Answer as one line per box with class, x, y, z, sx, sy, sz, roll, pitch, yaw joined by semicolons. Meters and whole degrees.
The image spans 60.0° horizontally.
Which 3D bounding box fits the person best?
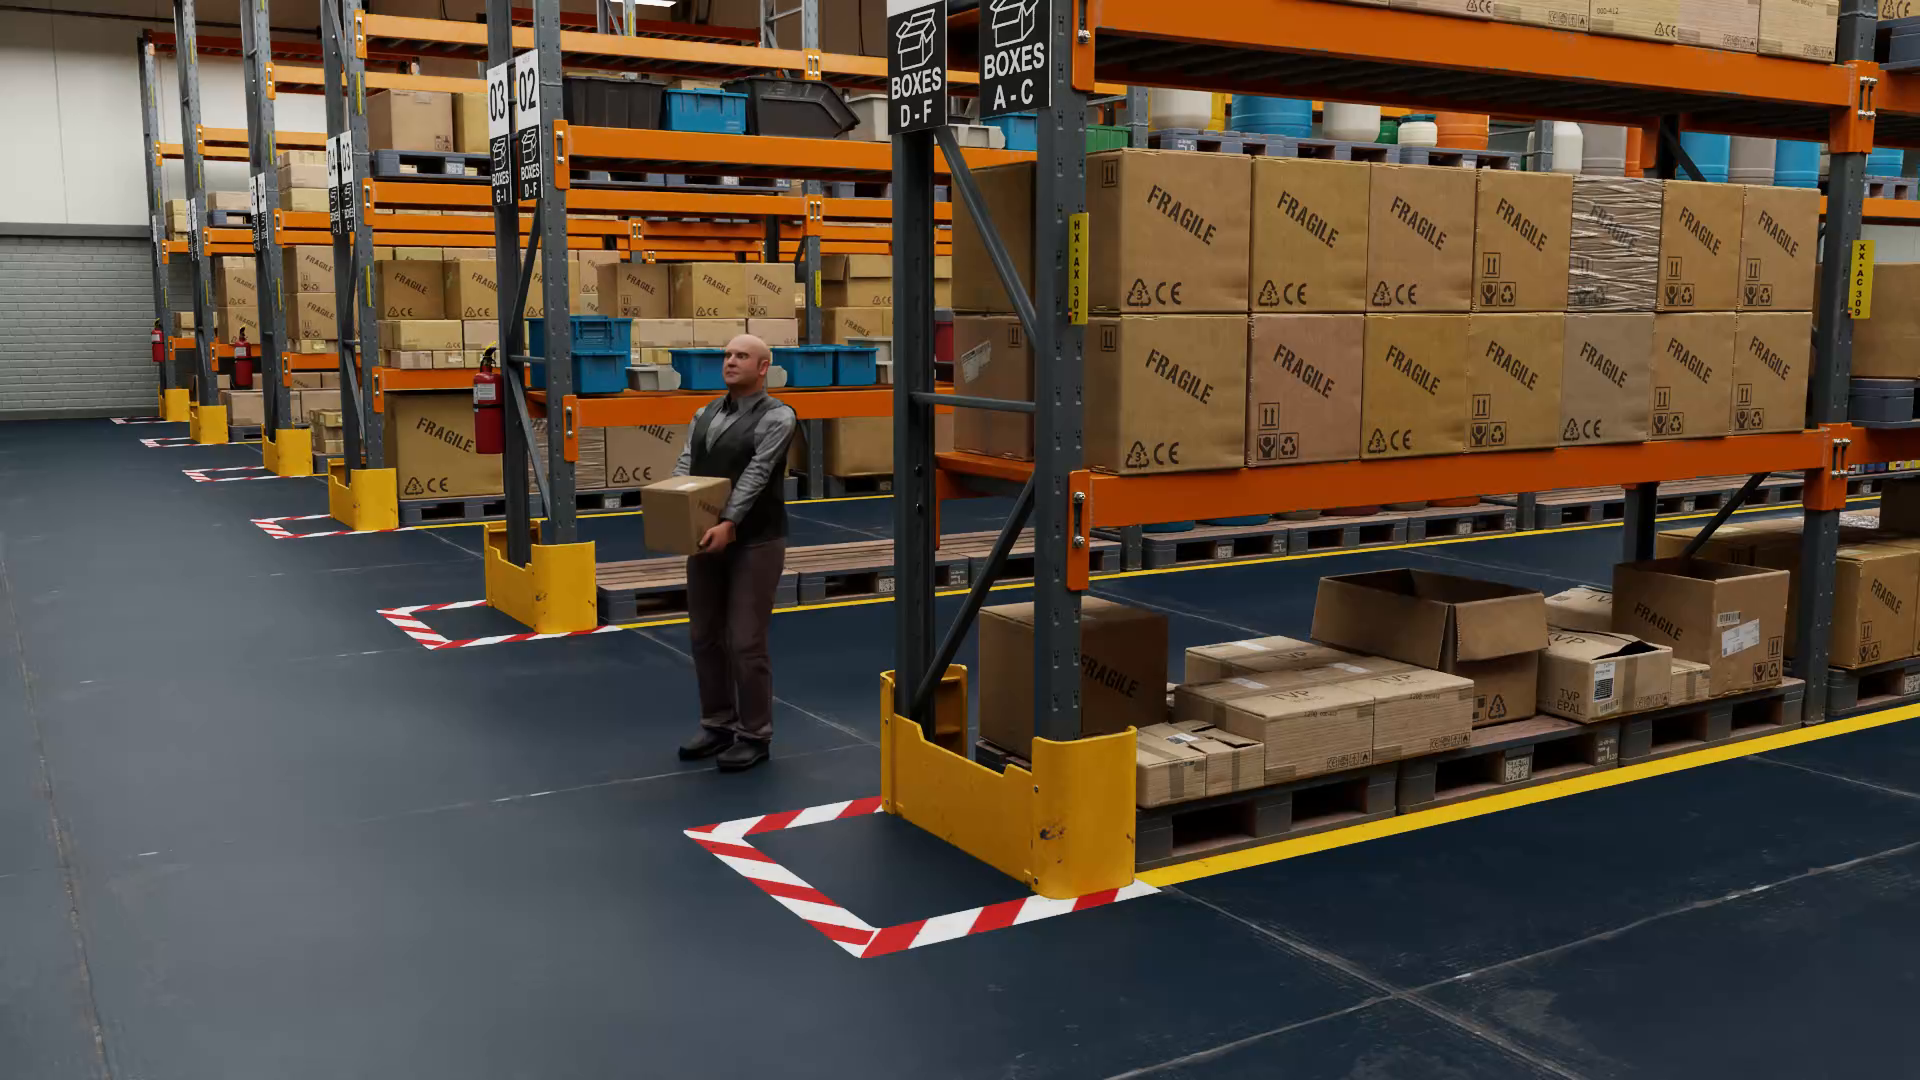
person;-0.940;0.045;6.628;0.494;1.711;0.551;5;10;32
